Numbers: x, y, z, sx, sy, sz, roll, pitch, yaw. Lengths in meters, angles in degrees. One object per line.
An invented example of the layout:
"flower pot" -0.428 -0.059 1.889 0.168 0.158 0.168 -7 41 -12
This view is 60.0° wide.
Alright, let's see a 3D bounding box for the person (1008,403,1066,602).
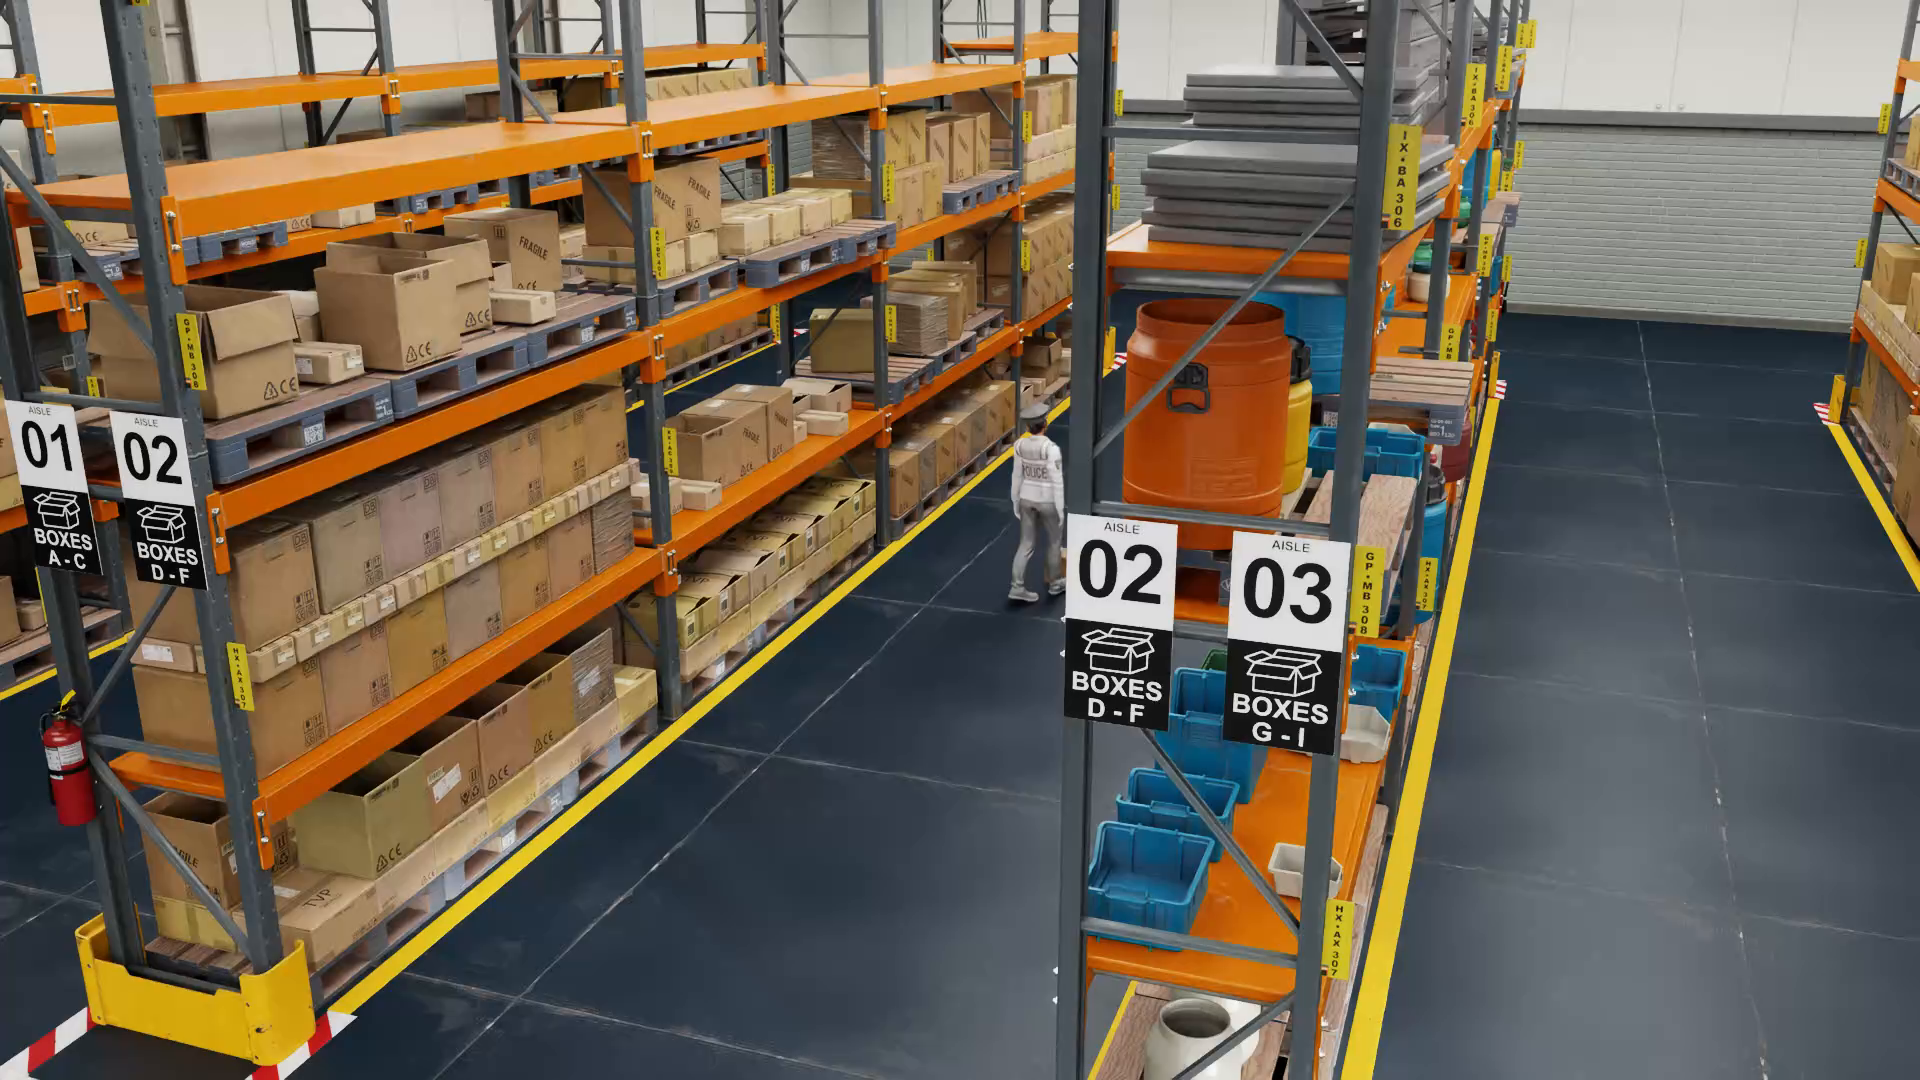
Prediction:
"person" 0.678 -0.315 13.855 0.518 1.663 0.683 12 22 32
